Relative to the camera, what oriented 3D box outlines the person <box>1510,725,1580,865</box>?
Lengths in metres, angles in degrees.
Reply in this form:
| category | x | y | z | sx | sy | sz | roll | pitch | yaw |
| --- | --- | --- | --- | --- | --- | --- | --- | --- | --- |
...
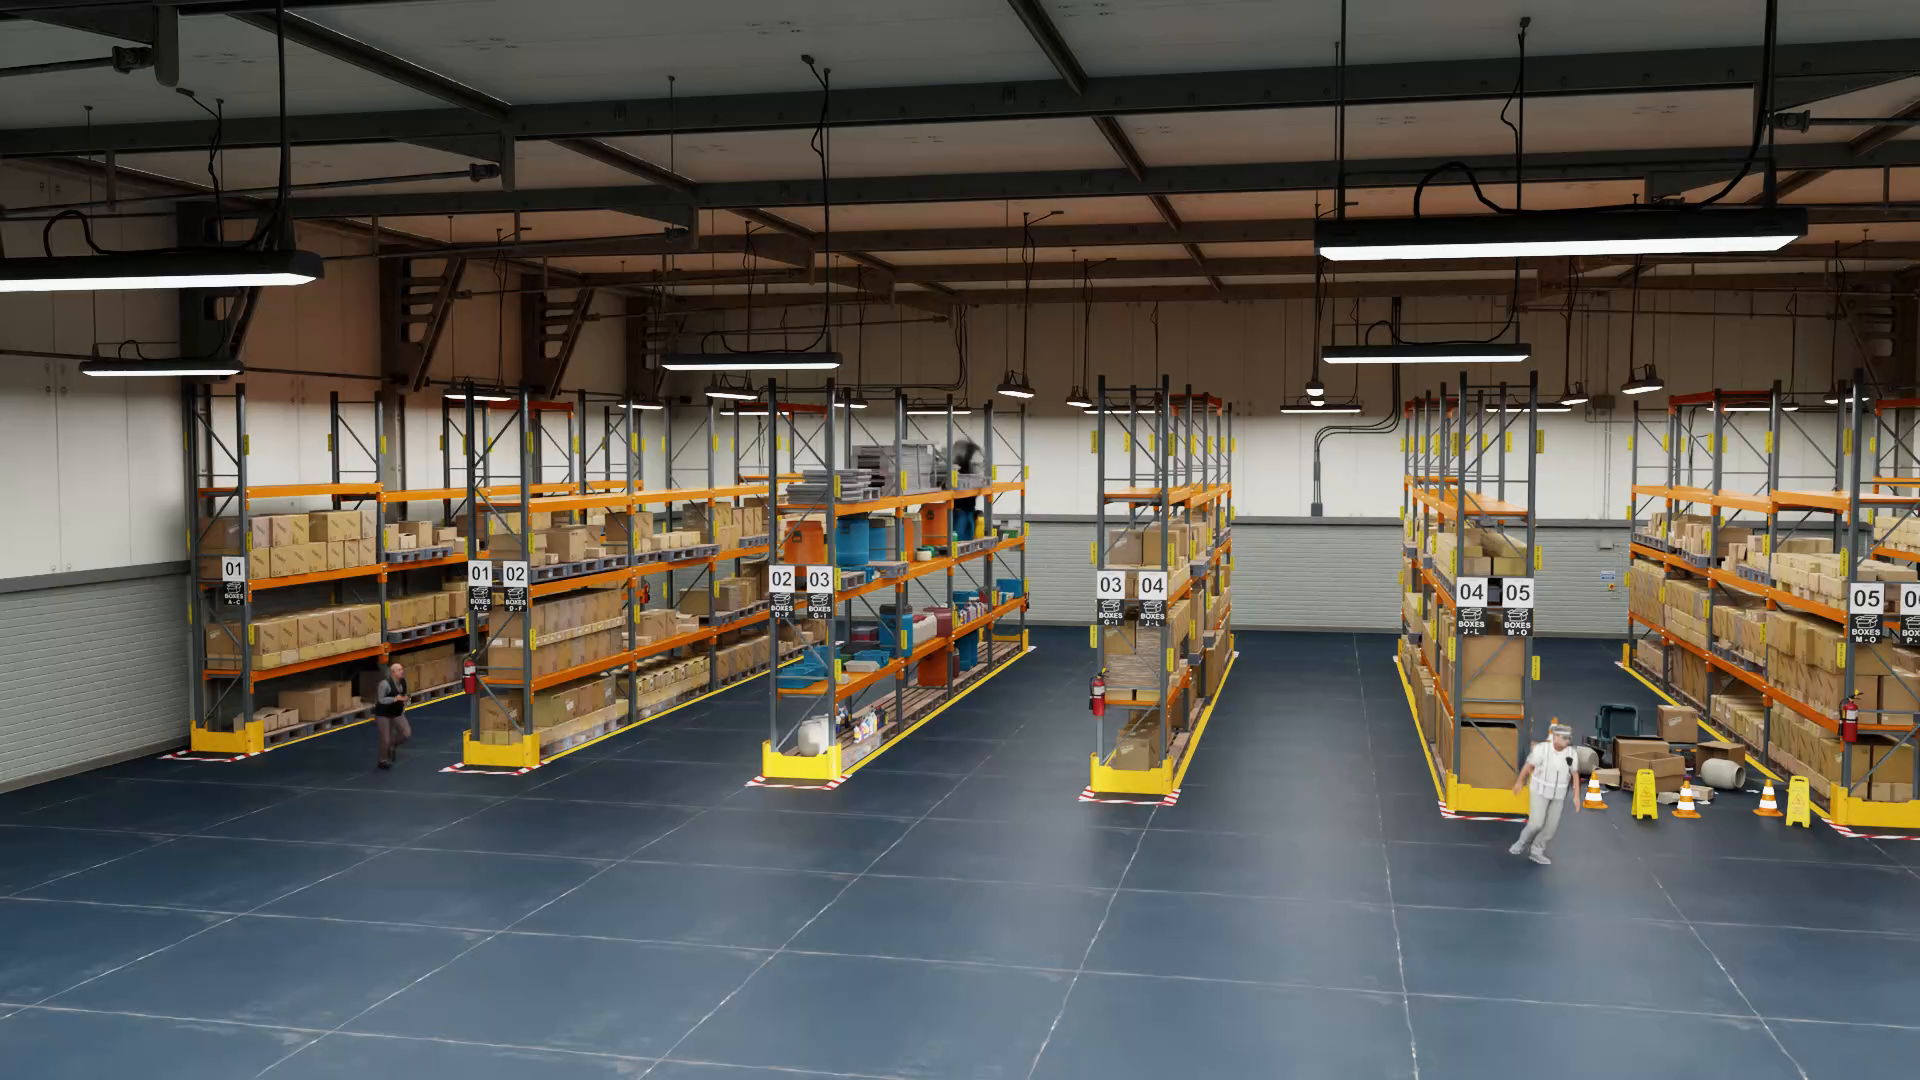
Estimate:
| category | x | y | z | sx | sy | sz | roll | pitch | yaw |
| --- | --- | --- | --- | --- | --- | --- | --- | --- | --- |
| person | 6.979 | 3.024 | 19.824 | 0.713 | 1.705 | 0.605 | 0 | 3 | -7 |

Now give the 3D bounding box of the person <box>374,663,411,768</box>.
| category | x | y | z | sx | sy | sz | roll | pitch | yaw |
| --- | --- | --- | --- | --- | --- | --- | --- | --- | --- |
| person | -8.703 | 2.704 | 25.574 | 0.795 | 1.641 | 0.635 | 2 | 4 | 35 |
